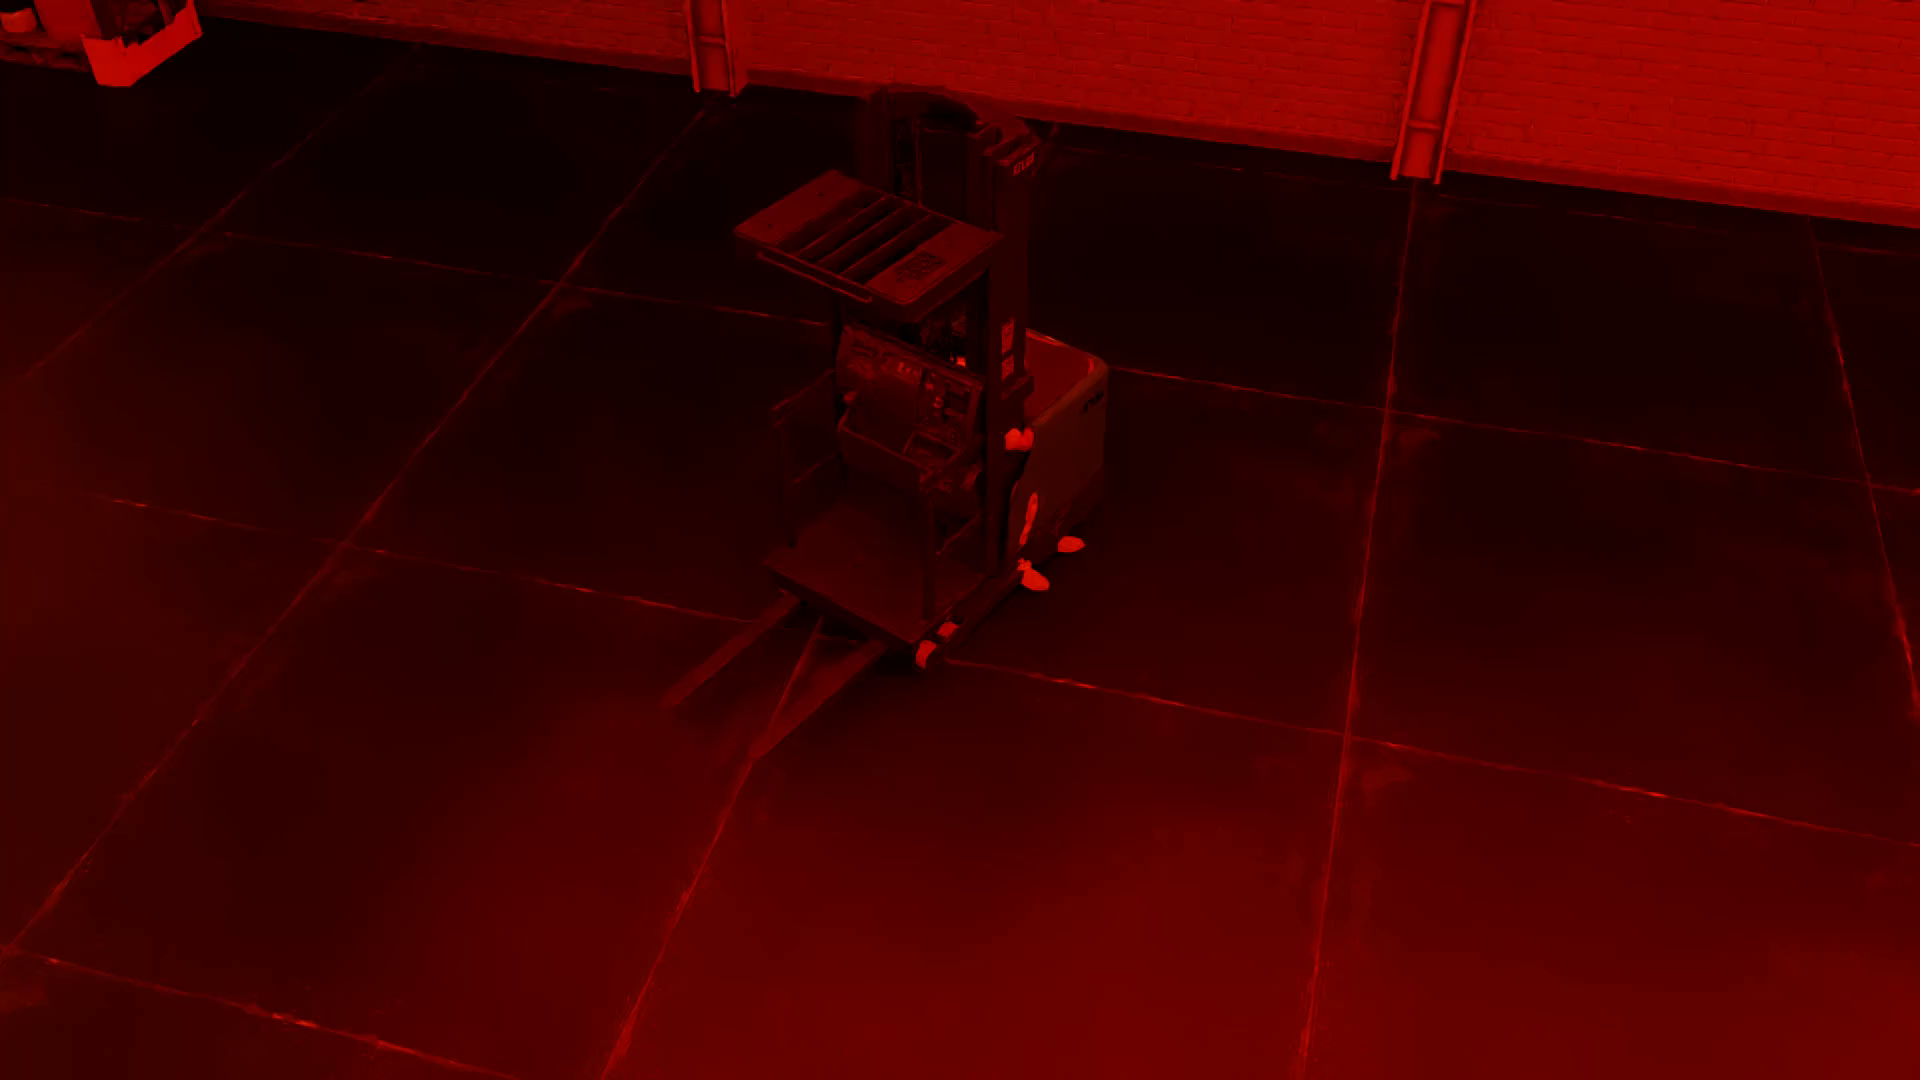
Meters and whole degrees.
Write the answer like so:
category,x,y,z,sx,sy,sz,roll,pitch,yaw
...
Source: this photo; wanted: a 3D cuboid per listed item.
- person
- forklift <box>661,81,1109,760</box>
category,x,y,z,sx,sy,sz,roll,pitch,yaw
person,0.217,-0.592,9.611,0.962,1.487,1.101,-8,42,-9
forklift,-0.405,-0.746,8.713,1.130,2.935,3.031,26,48,27
